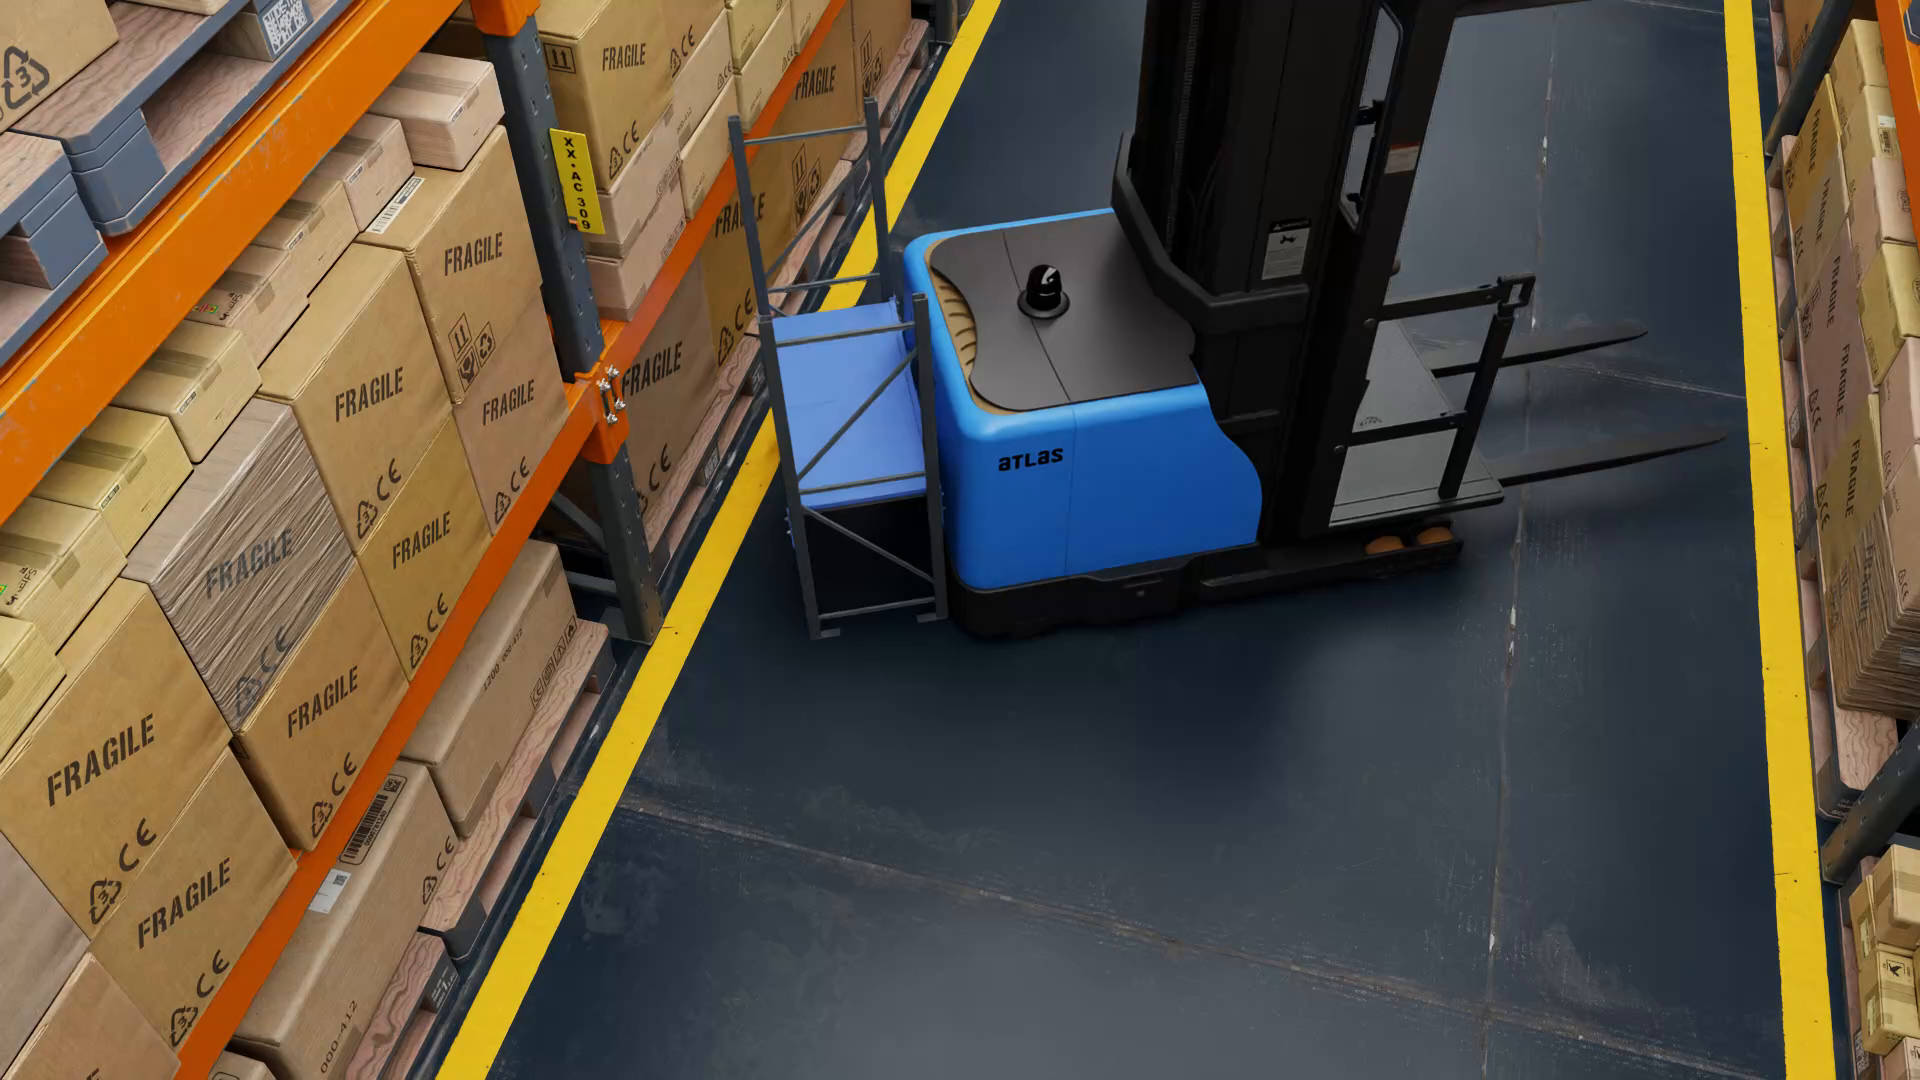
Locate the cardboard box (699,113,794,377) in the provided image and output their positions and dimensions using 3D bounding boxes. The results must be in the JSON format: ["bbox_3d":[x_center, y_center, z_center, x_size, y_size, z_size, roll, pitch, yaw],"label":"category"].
[{"bbox_3d":[-1.246,-1.309,6.542,0.875,0.875,0.875,13,50,11],"label":"cardboard box"}]

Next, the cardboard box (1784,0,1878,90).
[{"bbox_3d":[4.540,-2.561,7.730,1.050,0.750,0.750,11,49,10],"label":"cardboard box"}]

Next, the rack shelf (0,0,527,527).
[{"bbox_3d":[-2.088,-0.062,2.783,1.077,0.370,4.000,12,50,10],"label":"rack shelf"}]

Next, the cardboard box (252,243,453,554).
[{"bbox_3d":[-1.561,-0.357,3.830,0.500,0.500,0.500,11,49,9],"label":"cardboard box"}]

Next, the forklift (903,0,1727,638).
[{"bbox_3d":[1.361,-1.206,5.359,3.031,2.935,1.130,-10,49,-9],"label":"forklift"}]

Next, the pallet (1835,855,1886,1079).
[{"bbox_3d":[3.097,1.565,4.728,1.003,0.211,1.213,12,50,10],"label":"pallet"}]

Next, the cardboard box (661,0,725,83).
[{"bbox_3d":[-1.062,-1.753,5.063,0.500,0.500,0.500,11,50,10],"label":"cardboard box"}]

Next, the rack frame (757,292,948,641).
[{"bbox_3d":[-0.316,-0.183,5.399,0.500,1.500,0.032,-9,49,-5],"label":"rack frame"}]

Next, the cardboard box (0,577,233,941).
[{"bbox_3d":[-1.826,0.374,3.185,0.500,0.500,0.500,12,50,10],"label":"cardboard box"}]

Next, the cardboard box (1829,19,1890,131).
[{"bbox_3d":[3.878,-1.852,6.771,0.500,0.250,0.500,10,49,8],"label":"cardboard box"}]

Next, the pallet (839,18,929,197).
[{"bbox_3d":[-0.789,-2.169,8.024,1.003,0.211,1.213,12,50,10],"label":"pallet"}]

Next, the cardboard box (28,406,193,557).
[{"bbox_3d":[-1.734,-0.135,3.202,0.380,0.149,0.250,11,49,9],"label":"cardboard box"}]

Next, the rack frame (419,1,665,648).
[{"bbox_3d":[-1.562,-0.754,4.915,1.000,3.000,0.127,12,50,10],"label":"rack frame"}]

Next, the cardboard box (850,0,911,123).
[{"bbox_3d":[-0.771,-2.600,7.681,0.875,0.875,0.875,11,50,10],"label":"cardboard box"}]

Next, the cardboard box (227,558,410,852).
[{"bbox_3d":[-1.686,0.339,3.884,0.500,0.500,0.500,11,49,9],"label":"cardboard box"}]

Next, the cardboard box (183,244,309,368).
[{"bbox_3d":[-1.635,-0.512,3.535,0.380,0.149,0.250,11,50,10],"label":"cardboard box"}]

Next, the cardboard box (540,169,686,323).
[{"bbox_3d":[-1.192,-0.970,5.206,0.500,0.250,0.500,11,49,9],"label":"cardboard box"}]

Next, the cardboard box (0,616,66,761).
[{"bbox_3d":[-1.806,0.245,2.867,0.380,0.149,0.250,10,49,9],"label":"cardboard box"}]

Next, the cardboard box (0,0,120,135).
[{"bbox_3d":[-1.886,-0.971,2.690,0.797,0.503,0.637,15,50,13],"label":"cardboard box"}]

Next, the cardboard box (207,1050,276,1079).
[{"bbox_3d":[-2.305,1.688,4.189,0.875,0.438,0.875,13,50,11],"label":"cardboard box"}]

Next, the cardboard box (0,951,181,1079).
[{"bbox_3d":[-1.954,1.080,3.229,0.500,0.500,0.500,11,50,10],"label":"cardboard box"}]

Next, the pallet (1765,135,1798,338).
[{"bbox_3d":[4.086,-1.256,7.218,1.003,0.211,1.213,12,50,10],"label":"pallet"}]

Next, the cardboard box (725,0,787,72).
[{"bbox_3d":[-0.906,-1.875,5.671,0.500,0.250,0.500,12,50,11],"label":"cardboard box"}]

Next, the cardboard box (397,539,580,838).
[{"bbox_3d":[-1.831,0.388,5.336,0.875,0.438,0.875,11,49,9],"label":"cardboard box"}]

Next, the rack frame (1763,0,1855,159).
[{"bbox_3d":[4.293,-2.743,6.671,1.000,3.000,0.127,12,50,10],"label":"rack frame"}]

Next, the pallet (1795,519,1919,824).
[{"bbox_3d":[3.444,0.509,5.660,1.003,0.211,1.213,12,50,10],"label":"pallet"}]

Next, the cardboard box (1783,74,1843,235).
[{"bbox_3d":[3.861,-1.594,7.043,0.500,0.500,0.500,10,49,8],"label":"cardboard box"}]

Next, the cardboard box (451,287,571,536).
[{"bbox_3d":[-1.438,-0.401,4.537,0.500,0.500,0.500,12,50,10],"label":"cardboard box"}]

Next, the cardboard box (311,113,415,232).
[{"bbox_3d":[-1.510,-0.878,3.858,0.380,0.149,0.250,13,50,11],"label":"cardboard box"}]

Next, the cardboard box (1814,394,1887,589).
[{"bbox_3d":[3.327,-0.118,5.741,0.500,0.500,0.500,11,49,9],"label":"cardboard box"}]

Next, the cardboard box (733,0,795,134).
[{"bbox_3d":[-0.907,-1.713,5.861,0.500,0.250,0.500,11,50,10],"label":"cardboard box"}]

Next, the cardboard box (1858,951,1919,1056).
[{"bbox_3d":[2.764,1.347,4.682,0.380,0.149,0.250,13,50,11],"label":"cardboard box"}]

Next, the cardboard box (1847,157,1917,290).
[{"bbox_3d":[3.602,-1.130,6.134,0.500,0.250,0.500,12,50,10],"label":"cardboard box"}]

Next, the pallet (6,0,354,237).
[{"bbox_3d":[-1.788,-1.127,3.303,1.003,0.211,1.213,12,50,10],"label":"pallet"}]

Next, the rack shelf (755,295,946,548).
[{"bbox_3d":[-0.400,-0.440,5.865,0.538,0.185,1.000,-9,49,-5],"label":"rack shelf"}]

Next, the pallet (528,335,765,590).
[{"bbox_3d":[-1.432,-0.404,6.466,1.003,0.211,1.213,12,50,10],"label":"pallet"}]

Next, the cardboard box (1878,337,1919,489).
[{"bbox_3d":[3.340,-0.368,5.461,0.500,0.250,0.500,14,50,12],"label":"cardboard box"}]

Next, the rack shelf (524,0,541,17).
[{"bbox_3d":[-1.036,-2.955,5.337,1.077,0.370,4.000,12,50,10],"label":"rack shelf"}]

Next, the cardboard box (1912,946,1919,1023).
[{"bbox_3d":[2.856,1.256,4.564,0.380,0.149,0.250,12,50,10],"label":"cardboard box"}]

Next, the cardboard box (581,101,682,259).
[{"bbox_3d":[-1.174,-1.132,5.015,0.500,0.250,0.500,10,49,9],"label":"cardboard box"}]

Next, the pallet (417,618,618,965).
[{"bbox_3d":[-1.838,0.703,5.488,1.003,0.211,1.213,12,50,10],"label":"pallet"}]

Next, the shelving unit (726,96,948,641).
[{"bbox_3d":[-0.406,-0.558,5.730,0.538,1.500,1.048,-9,49,-5],"label":"shelving unit"}]

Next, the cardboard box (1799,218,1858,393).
[{"bbox_3d":[3.601,-0.857,6.393,0.500,0.500,0.500,10,49,9],"label":"cardboard box"}]
